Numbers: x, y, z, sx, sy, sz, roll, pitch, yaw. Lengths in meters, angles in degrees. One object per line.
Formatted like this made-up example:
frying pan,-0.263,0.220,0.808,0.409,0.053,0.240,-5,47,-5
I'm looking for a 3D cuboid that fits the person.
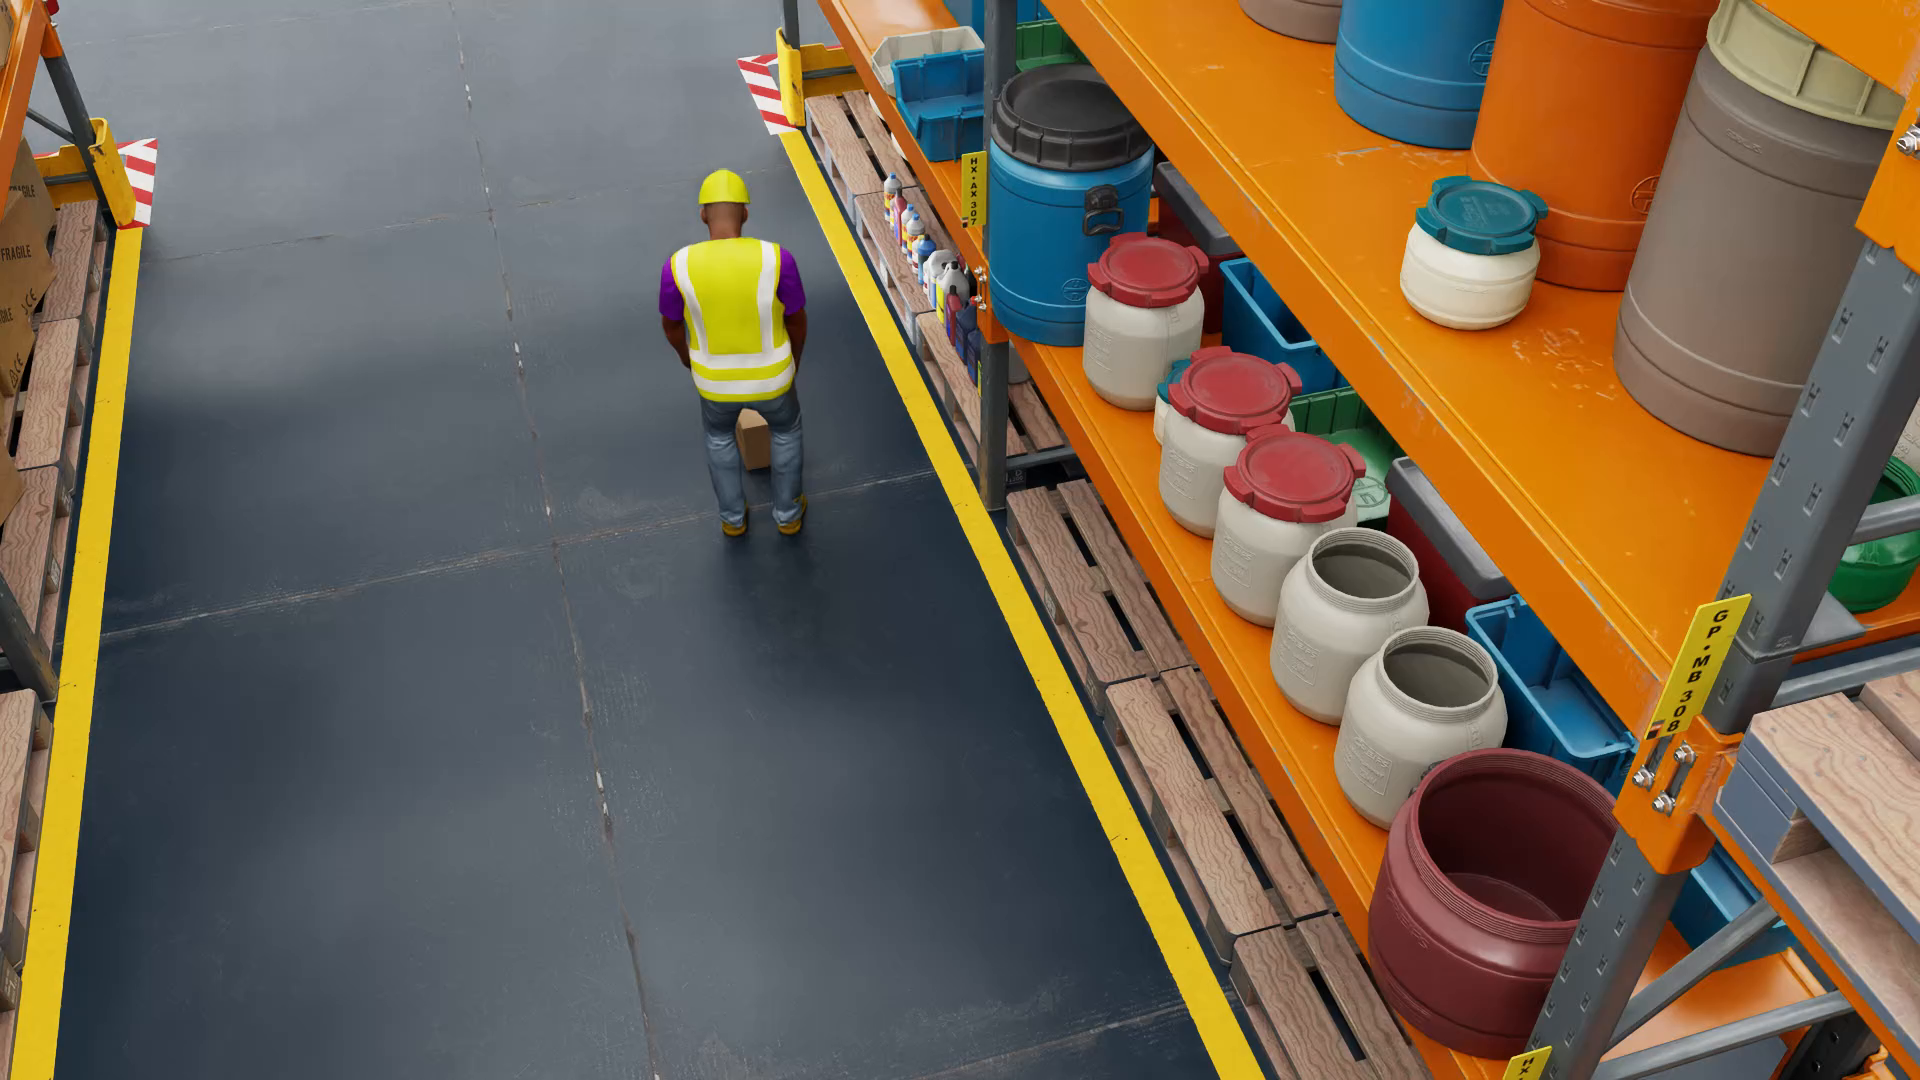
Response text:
person,-0.933,-0.744,7.033,0.602,1.682,0.511,-1,42,-1
